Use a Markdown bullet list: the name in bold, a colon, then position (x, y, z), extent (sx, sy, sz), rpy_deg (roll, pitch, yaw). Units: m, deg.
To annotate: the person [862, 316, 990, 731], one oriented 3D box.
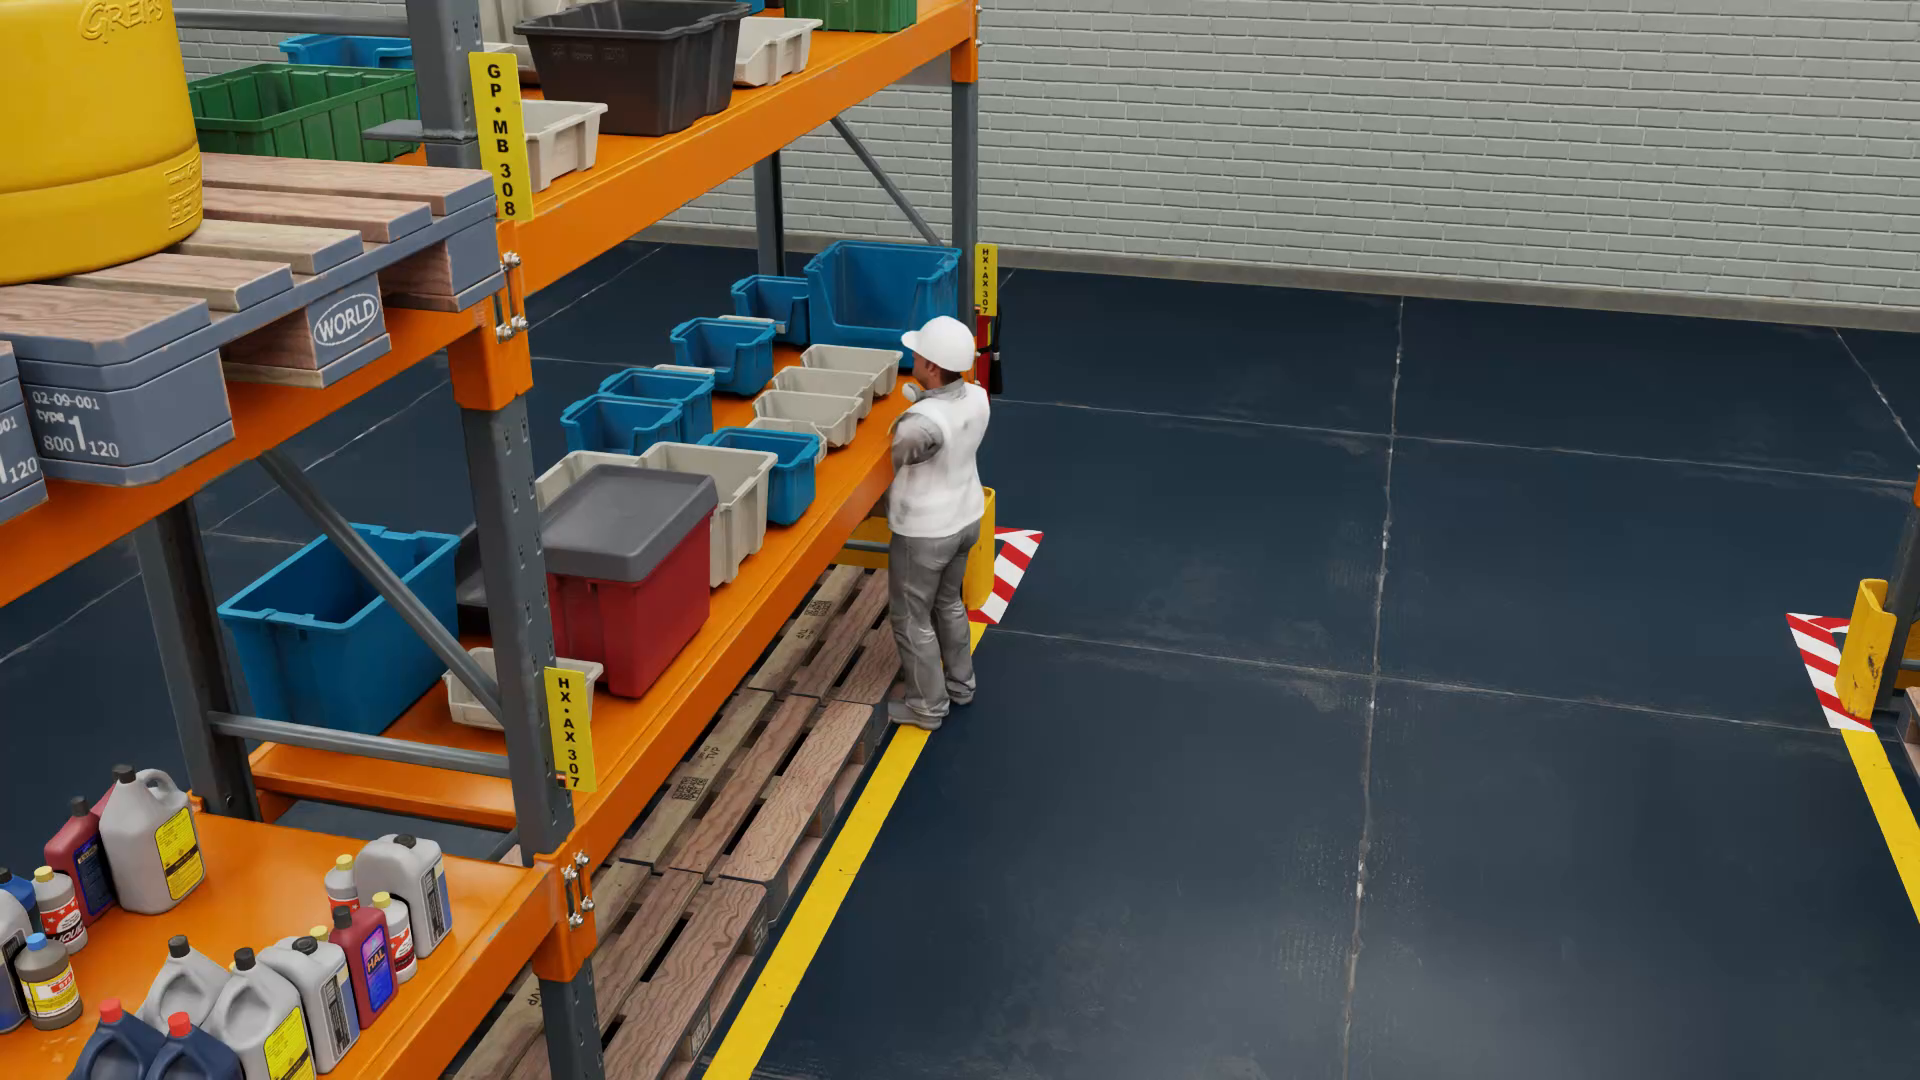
- **person**: position (-0.193, -0.085, 6.770), extent (0.563, 1.762, 0.494), rpy_deg (15, 29, 29)
